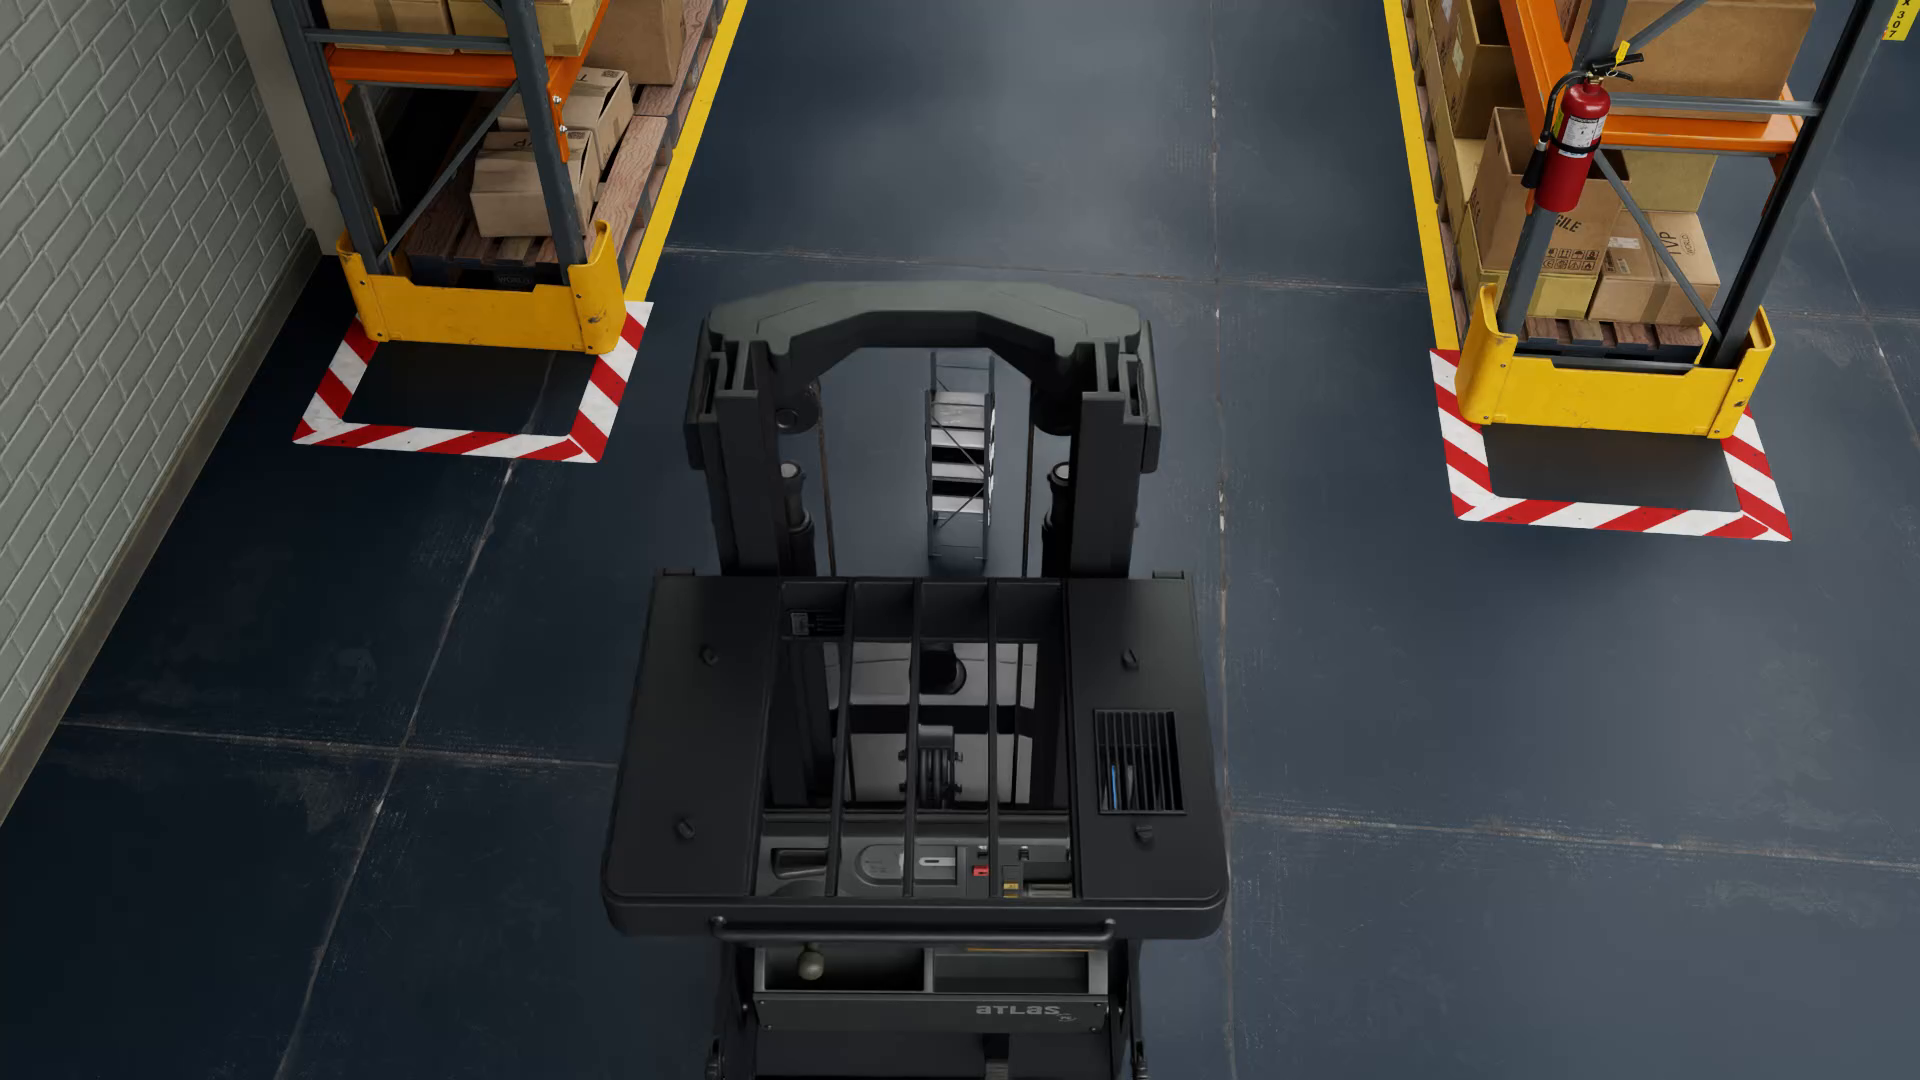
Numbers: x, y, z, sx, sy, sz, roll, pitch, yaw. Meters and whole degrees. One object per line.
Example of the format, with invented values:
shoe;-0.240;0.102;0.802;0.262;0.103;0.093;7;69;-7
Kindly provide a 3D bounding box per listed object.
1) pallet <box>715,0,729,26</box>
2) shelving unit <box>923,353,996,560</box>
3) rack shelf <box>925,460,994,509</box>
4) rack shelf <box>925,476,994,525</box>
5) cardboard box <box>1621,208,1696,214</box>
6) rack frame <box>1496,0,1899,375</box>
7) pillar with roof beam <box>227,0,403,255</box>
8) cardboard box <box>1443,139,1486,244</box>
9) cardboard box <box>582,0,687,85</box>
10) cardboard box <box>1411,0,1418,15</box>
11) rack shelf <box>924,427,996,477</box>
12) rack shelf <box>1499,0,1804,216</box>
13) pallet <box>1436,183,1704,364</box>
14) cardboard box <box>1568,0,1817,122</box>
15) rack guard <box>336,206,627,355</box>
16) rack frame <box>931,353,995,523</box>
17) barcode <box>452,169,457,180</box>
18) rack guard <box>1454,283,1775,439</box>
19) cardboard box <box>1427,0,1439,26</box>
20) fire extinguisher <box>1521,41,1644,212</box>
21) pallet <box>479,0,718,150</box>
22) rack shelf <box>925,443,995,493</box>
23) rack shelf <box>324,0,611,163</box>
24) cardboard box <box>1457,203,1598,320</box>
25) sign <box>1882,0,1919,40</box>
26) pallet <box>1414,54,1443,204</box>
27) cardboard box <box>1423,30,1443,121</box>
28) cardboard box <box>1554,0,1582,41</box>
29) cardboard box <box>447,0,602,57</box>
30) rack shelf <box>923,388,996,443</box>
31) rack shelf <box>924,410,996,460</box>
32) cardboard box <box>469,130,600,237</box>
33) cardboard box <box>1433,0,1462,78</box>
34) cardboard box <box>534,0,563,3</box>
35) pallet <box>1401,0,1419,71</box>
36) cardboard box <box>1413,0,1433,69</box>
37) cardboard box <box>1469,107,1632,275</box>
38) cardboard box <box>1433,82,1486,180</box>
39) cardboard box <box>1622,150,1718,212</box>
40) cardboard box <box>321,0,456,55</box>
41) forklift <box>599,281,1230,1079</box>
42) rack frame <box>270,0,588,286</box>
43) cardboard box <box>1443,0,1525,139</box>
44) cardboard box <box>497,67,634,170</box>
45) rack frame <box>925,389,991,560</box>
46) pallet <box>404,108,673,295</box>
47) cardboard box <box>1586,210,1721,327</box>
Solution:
pallet;-1.810;-3.461;9.799;1.003;0.211;1.213;4;48;4
shelving unit;0.001;-0.310;6.449;0.258;0.900;0.210;4;48;4
rack shelf;0.001;-0.226;6.540;0.258;0.077;0.200;4;48;4
rack shelf;0.001;-0.166;6.607;0.258;0.077;0.200;4;48;4
cardboard box;3.097;-1.589;7.776;0.500;0.250;0.500;4;48;4
rack frame;2.785;-1.629;6.233;1.000;3.000;0.127;4;48;4
pillar with roof beam;1.341;-4.267;4.580;9.100;9.000;0.400;4;48;4
cardboard box;2.573;-1.625;7.808;0.500;0.250;0.500;4;48;4
cardboard box;-1.828;-2.721;8.628;0.700;0.500;0.500;1;48;1
cardboard box;2.754;-3.094;9.152;0.500;0.250;0.500;4;48;4
rack shelf;0.001;-0.348;6.408;0.258;0.077;0.200;4;48;4
rack shelf;2.967;-2.856;7.842;1.077;0.370;4.000;4;48;4
pallet;2.813;-1.252;7.778;1.003;0.211;1.213;4;48;4
cardboard box;2.840;-2.005;6.509;0.700;0.500;0.500;4;48;4
rack guard;-2.142;-1.171;7.508;1.175;0.500;0.348;4;48;4
rack frame;0.010;-0.384;6.518;0.240;0.900;0.006;4;48;4
barcode;-2.393;-1.746;7.858;0.001;0.075;0.075;4;48;4
rack guard;2.782;-0.767;7.139;1.175;0.500;0.348;4;48;4
cardboard box;2.704;-2.980;8.540;0.500;0.500;0.500;4;48;4
fire extinguisher;2.311;-1.547;6.211;0.296;0.674;0.183;4;48;4
pallet;-1.919;-2.563;8.977;1.003;0.211;1.213;4;48;4
rack shelf;0.001;-0.287;6.474;0.258;0.077;0.200;4;48;4
rack shelf;-1.967;-3.186;8.145;1.077;0.370;4.000;4;48;4
cardboard box;2.539;-1.256;7.471;0.500;0.250;0.500;4;48;4
sign;3.337;-1.906;5.846;0.100;0.325;0.005;4;48;4
pallet;2.926;-2.146;8.596;1.003;0.211;1.213;4;48;4
cardboard box;2.664;-2.359;8.480;0.500;0.250;0.500;4;48;4
cardboard box;2.883;-2.391;6.862;0.700;0.500;0.500;5;48;5
cardboard box;-1.788;-2.252;6.891;0.500;0.250;0.500;3;48;2
rack shelf;0.001;-0.469;6.275;0.258;0.077;0.200;4;48;4
rack shelf;0.001;-0.409;6.341;0.258;0.077;0.200;4;48;4
cardboard box;-1.996;-1.703;7.824;0.500;0.311;0.500;-1;48;-1
cardboard box;2.661;-2.613;8.203;0.500;0.500;0.500;4;48;4
cardboard box;-1.806;-2.499;6.609;0.500;0.500;0.500;4;48;4
pallet;3.035;-3.045;9.418;1.003;0.211;1.213;4;48;4
cardboard box;2.704;-2.727;8.816;0.500;0.250;0.500;4;48;4
cardboard box;2.537;-1.510;7.195;0.500;0.500;0.500;4;48;4
cardboard box;2.617;-1.992;8.144;0.500;0.250;0.500;4;48;4
cardboard box;3.099;-1.842;7.499;0.500;0.500;0.500;4;48;4
cardboard box;-2.299;-2.272;6.909;0.500;0.250;0.500;4;48;4
forklift;-0.076;0.976;3.897;1.130;2.935;3.031;0;48;0
rack frame;-2.149;-1.959;6.535;1.000;3.000;0.127;4;48;4
cardboard box;2.614;-2.245;7.868;0.500;0.500;0.500;4;48;4
cardboard box;-1.944;-2.121;8.207;0.500;0.311;0.500;7;48;7
rack frame;-0.009;-0.235;6.381;0.240;0.900;0.006;4;48;4
pallet;-2.033;-1.668;8.159;1.003;0.211;1.213;4;48;4
cardboard box;3.055;-1.222;7.439;0.500;0.250;0.500;4;48;4
